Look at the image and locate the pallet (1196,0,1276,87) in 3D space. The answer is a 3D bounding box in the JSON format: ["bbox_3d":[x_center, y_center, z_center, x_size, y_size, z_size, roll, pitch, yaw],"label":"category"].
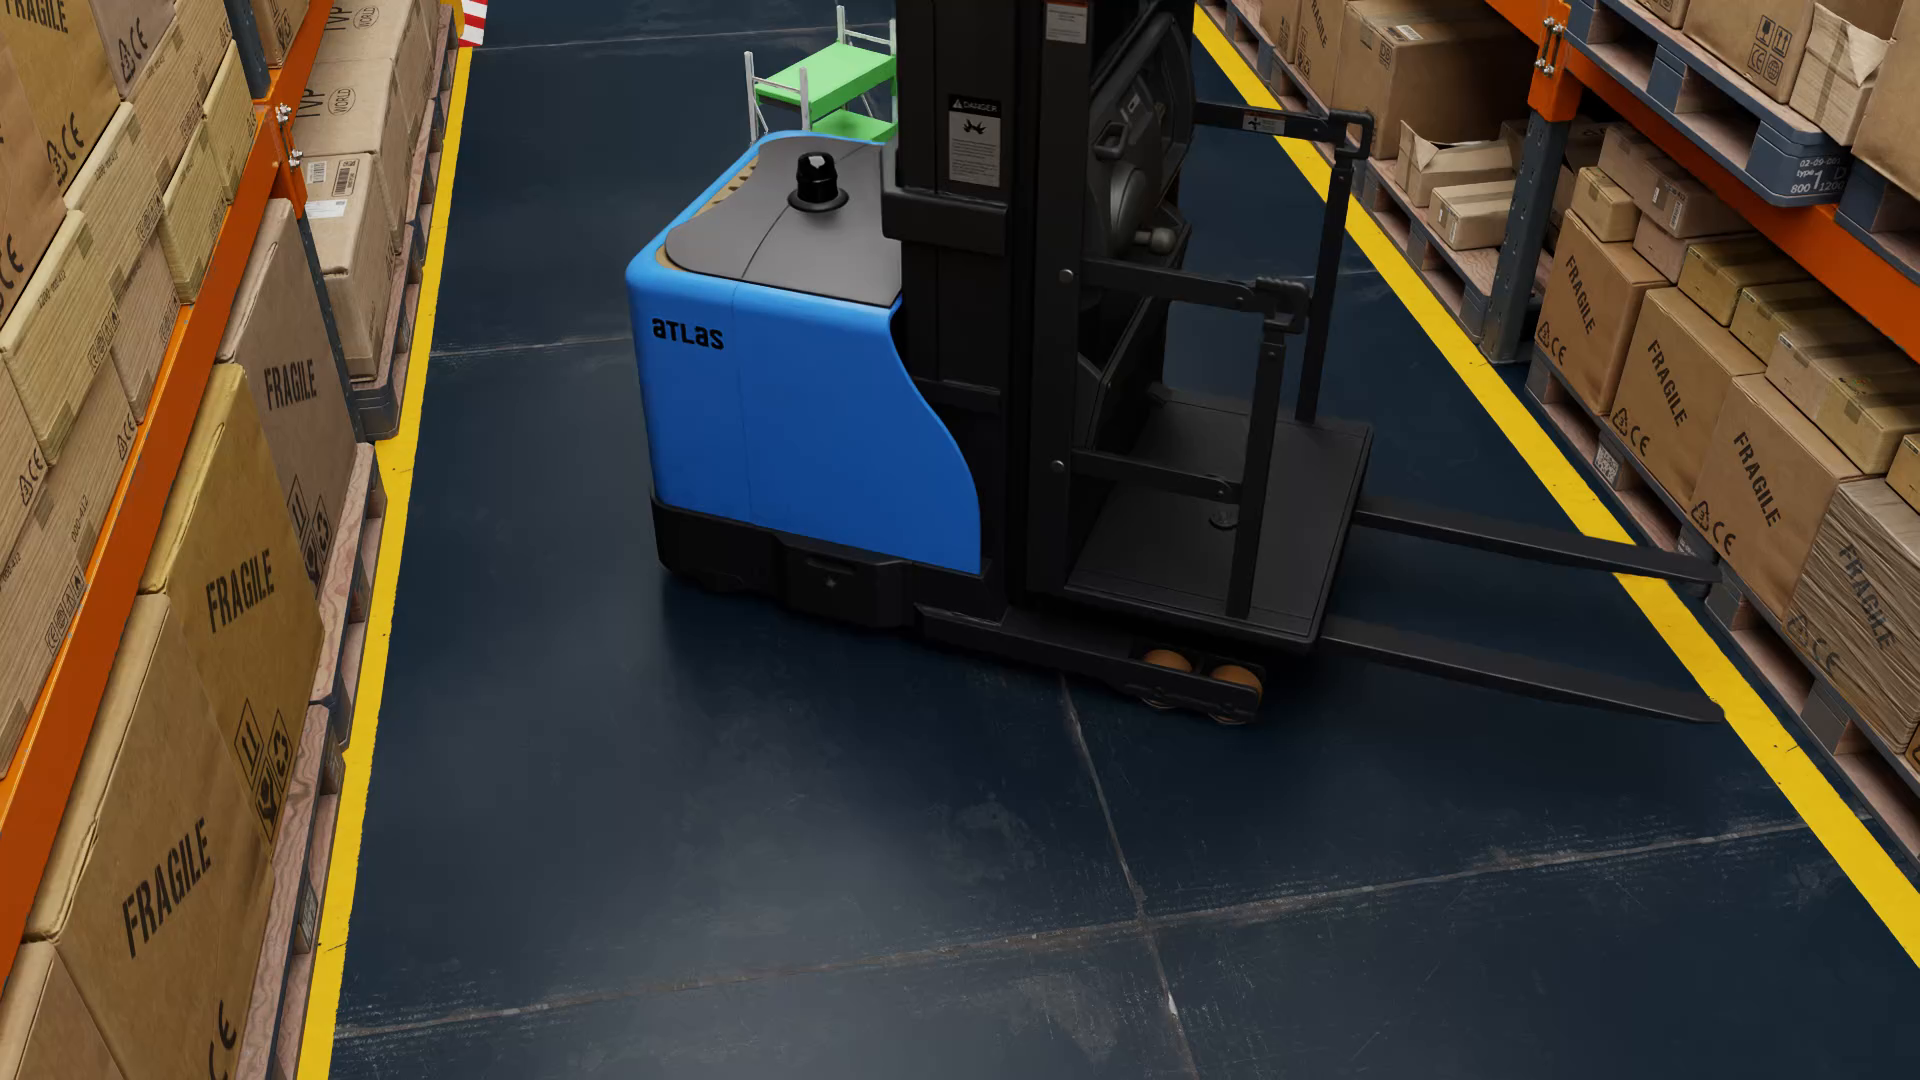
[{"bbox_3d":[1.873,-2.695,8.547,1.003,0.211,1.213,-6,38,-8],"label":"pallet"}]

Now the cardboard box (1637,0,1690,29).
[{"bbox_3d":[2.285,-1.796,4.694,0.700,0.500,0.500,-5,38,-7],"label":"cardboard box"}]

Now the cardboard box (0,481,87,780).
[{"bbox_3d":[-1.796,0.156,2.727,0.500,0.250,0.500,-5,38,-6],"label":"cardboard box"}]

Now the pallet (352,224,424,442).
[{"bbox_3d":[-2.522,-0.738,6.028,1.003,0.211,1.213,-6,38,-8],"label":"pallet"}]

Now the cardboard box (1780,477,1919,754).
[{"bbox_3d":[2.555,0.167,4.286,0.500,0.500,0.500,-8,38,-10],"label":"cardboard box"}]

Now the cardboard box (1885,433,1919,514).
[{"bbox_3d":[2.588,-0.155,4.171,0.380,0.149,0.250,-6,38,-8],"label":"cardboard box"}]

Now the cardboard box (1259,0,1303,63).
[{"bbox_3d":[1.845,-2.602,7.849,0.700,0.500,0.500,-5,38,-6],"label":"cardboard box"}]

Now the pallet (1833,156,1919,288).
[{"bbox_3d":[2.776,-0.590,3.720,1.003,0.211,1.213,-6,38,-8],"label":"pallet"}]

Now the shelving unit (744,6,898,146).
[{"bbox_3d":[-0.447,-1.164,5.770,0.258,1.200,0.503,22,43,26],"label":"shelving unit"}]

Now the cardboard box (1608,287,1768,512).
[{"bbox_3d":[2.387,-0.449,5.078,0.500,0.500,0.500,-7,38,-9],"label":"cardboard box"}]

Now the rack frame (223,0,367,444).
[{"bbox_3d":[-2.466,-1.371,4.570,1.000,3.000,0.127,-6,38,-8],"label":"rack frame"}]

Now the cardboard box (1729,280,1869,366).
[{"bbox_3d":[2.464,-0.620,4.770,0.380,0.149,0.250,-7,38,-9],"label":"cardboard box"}]

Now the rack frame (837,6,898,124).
[{"bbox_3d":[-0.312,-1.288,5.930,0.240,1.200,0.015,22,43,26],"label":"rack frame"}]

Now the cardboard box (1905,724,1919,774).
[{"bbox_3d":[2.664,0.478,3.884,0.500,0.500,0.500,-5,38,-6],"label":"cardboard box"}]

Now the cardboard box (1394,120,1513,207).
[{"bbox_3d":[1.971,-1.514,6.640,0.396,0.266,0.258,-5,38,-6],"label":"cardboard box"}]

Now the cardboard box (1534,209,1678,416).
[{"bbox_3d":[2.284,-0.770,5.491,0.500,0.500,0.500,-5,38,-6],"label":"cardboard box"}]

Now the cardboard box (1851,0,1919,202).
[{"bbox_3d":[2.513,-1.010,3.681,0.700,0.500,0.500,-6,38,-8],"label":"cardboard box"}]

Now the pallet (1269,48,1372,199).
[{"bbox_3d":[2.084,-1.959,7.600,1.003,0.211,1.213,-6,38,-8],"label":"pallet"}]

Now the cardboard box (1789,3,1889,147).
[{"bbox_3d":[2.286,-1.140,4.039,0.396,0.266,0.258,-4,38,-6],"label":"cardboard box"}]

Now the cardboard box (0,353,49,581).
[{"bbox_3d":[-1.775,-0.041,2.572,0.500,0.250,0.500,-6,38,-8],"label":"cardboard box"}]

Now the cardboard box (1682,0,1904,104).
[{"bbox_3d":[2.376,-1.484,4.291,0.700,0.500,0.500,-6,38,-7],"label":"cardboard box"}]

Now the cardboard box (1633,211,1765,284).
[{"bbox_3d":[2.346,-0.938,5.179,0.380,0.149,0.250,-7,38,-9],"label":"cardboard box"}]

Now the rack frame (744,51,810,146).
[{"bbox_3d":[-0.582,-1.039,5.609,0.240,1.200,0.015,22,43,26],"label":"rack frame"}]

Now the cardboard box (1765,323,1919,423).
[{"bbox_3d":[2.471,-0.465,4.570,0.380,0.149,0.250,-6,38,-8],"label":"cardboard box"}]

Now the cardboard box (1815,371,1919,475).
[{"bbox_3d":[2.512,-0.315,4.377,0.380,0.149,0.250,-5,38,-6],"label":"cardboard box"}]

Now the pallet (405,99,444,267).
[{"bbox_3d":[-2.739,-1.476,6.978,1.003,0.211,1.213,-6,38,-8],"label":"pallet"}]

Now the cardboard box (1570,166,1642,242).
[{"bbox_3d":[2.221,-1.097,5.383,0.380,0.149,0.250,-5,38,-6],"label":"cardboard box"}]

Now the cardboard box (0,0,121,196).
[{"bbox_3d":[-1.973,-0.943,3.122,0.500,0.500,0.500,-5,38,-7],"label":"cardboard box"}]

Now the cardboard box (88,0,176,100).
[{"bbox_3d":[-2.042,-1.251,3.519,0.500,0.500,0.500,-6,38,-7],"label":"cardboard box"}]

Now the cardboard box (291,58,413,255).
[{"bbox_3d":[-2.628,-1.457,6.426,0.875,0.438,0.875,-7,38,-9],"label":"cardboard box"}]

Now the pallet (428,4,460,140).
[{"bbox_3d":[-2.950,-2.211,7.925,1.003,0.211,1.213,-6,38,-8],"label":"pallet"}]

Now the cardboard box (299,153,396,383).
[{"bbox_3d":[-2.470,-0.916,5.730,0.875,0.438,0.875,-7,38,-9],"label":"cardboard box"}]

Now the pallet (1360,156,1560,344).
[{"bbox_3d":[2.301,-1.221,6.650,1.003,0.211,1.213,-6,38,-8],"label":"pallet"}]

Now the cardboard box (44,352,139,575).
[{"bbox_3d":[-1.886,-0.142,3.110,0.500,0.250,0.500,-6,38,-8],"label":"cardboard box"}]

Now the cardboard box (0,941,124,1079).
[{"bbox_3d":[-1.804,1.292,2.532,0.875,0.875,0.875,-7,38,-8],"label":"cardboard box"}]

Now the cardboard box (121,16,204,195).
[{"bbox_3d":[-2.054,-0.968,3.766,0.500,0.250,0.500,-5,38,-7],"label":"cardboard box"}]

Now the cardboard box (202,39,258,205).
[{"bbox_3d":[-2.139,-1.068,4.302,0.500,0.250,0.500,-7,38,-9],"label":"cardboard box"}]

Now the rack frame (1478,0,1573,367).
[{"bbox_3d":[2.420,-1.907,5.260,1.000,3.000,0.127,-6,38,-8],"label":"rack frame"}]

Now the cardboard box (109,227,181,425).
[{"bbox_3d":[-1.981,-0.454,3.511,0.500,0.250,0.500,-7,38,-9],"label":"cardboard box"}]

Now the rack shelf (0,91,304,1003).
[{"bbox_3d":[-2.115,0.121,3.236,1.077,0.370,4.000,-6,38,-8],"label":"rack shelf"}]

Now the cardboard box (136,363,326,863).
[{"bbox_3d":[-2.112,0.213,3.921,0.875,0.875,0.875,-5,38,-7],"label":"cardboard box"}]

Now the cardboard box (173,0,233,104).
[{"bbox_3d":[-2.149,-1.269,4.154,0.500,0.250,0.500,-6,38,-8],"label":"cardboard box"}]

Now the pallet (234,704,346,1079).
[{"bbox_3d":[-2.039,0.926,3.886,1.003,0.211,1.213,-6,38,-8],"label":"pallet"}]

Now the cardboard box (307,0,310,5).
[{"bbox_3d":[-2.374,-2.027,5.332,0.500,0.500,0.500,-6,38,-8],"label":"cardboard box"}]

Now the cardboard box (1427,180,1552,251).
[{"bbox_3d":[2.034,-1.252,6.398,0.380,0.149,0.250,-7,38,-9],"label":"cardboard box"}]

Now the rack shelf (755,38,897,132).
[{"bbox_3d":[-0.447,-1.492,5.514,0.258,0.148,0.480,22,43,26],"label":"rack shelf"}]

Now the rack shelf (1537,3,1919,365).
[{"bbox_3d":[2.771,-0.415,3.926,1.077,0.370,4.000,-6,38,-8],"label":"rack shelf"}]

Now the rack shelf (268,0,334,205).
[{"bbox_3d":[-2.816,-2.295,6.346,1.077,0.370,4.000,-6,38,-8],"label":"rack shelf"}]

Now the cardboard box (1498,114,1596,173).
[{"bbox_3d":[2.461,-1.634,6.889,0.380,0.149,0.250,-7,38,-9],"label":"cardboard box"}]

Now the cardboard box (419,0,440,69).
[{"bbox_3d":[-2.953,-2.553,7.838,0.875,0.438,0.875,-7,38,-9],"label":"cardboard box"}]

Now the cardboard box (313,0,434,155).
[{"bbox_3d":[-2.784,-2.001,7.127,0.875,0.438,0.875,-5,38,-7],"label":"cardboard box"}]

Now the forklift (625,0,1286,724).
[{"bbox_3d":[0.651,-1.016,4.169,3.031,2.935,1.130,12,40,15],"label":"forklift"}]

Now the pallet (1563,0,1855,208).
[{"bbox_3d":[2.453,-1.337,4.683,1.003,0.211,1.213,-6,38,-8],"label":"pallet"}]

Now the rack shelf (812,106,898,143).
[{"bbox_3d":[-0.447,-1.303,5.662,0.258,0.148,0.480,22,43,26],"label":"rack shelf"}]

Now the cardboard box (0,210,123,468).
[{"bbox_3d":[-1.851,-0.348,2.968,0.500,0.250,0.500,-6,38,-7],"label":"cardboard box"}]

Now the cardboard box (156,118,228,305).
[{"bbox_3d":[-2.051,-0.760,3.906,0.500,0.250,0.500,-7,38,-9],"label":"cardboard box"}]

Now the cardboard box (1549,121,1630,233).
[{"bbox_3d":[2.537,-1.436,6.503,0.500,0.311,0.500,-5,38,-6],"label":"cardboard box"}]

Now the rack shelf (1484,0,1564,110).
[{"bbox_3d":[2.070,-2.831,7.036,1.077,0.370,4.000,-6,38,-8],"label":"rack shelf"}]

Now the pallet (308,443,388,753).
[{"bbox_3d":[-2.256,0.188,4.836,1.003,0.211,1.213,-6,38,-8],"label":"pallet"}]

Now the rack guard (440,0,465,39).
[{"bbox_3d":[-3.171,-2.815,8.465,1.175,0.500,0.348,-6,38,-8],"label":"rack guard"}]
